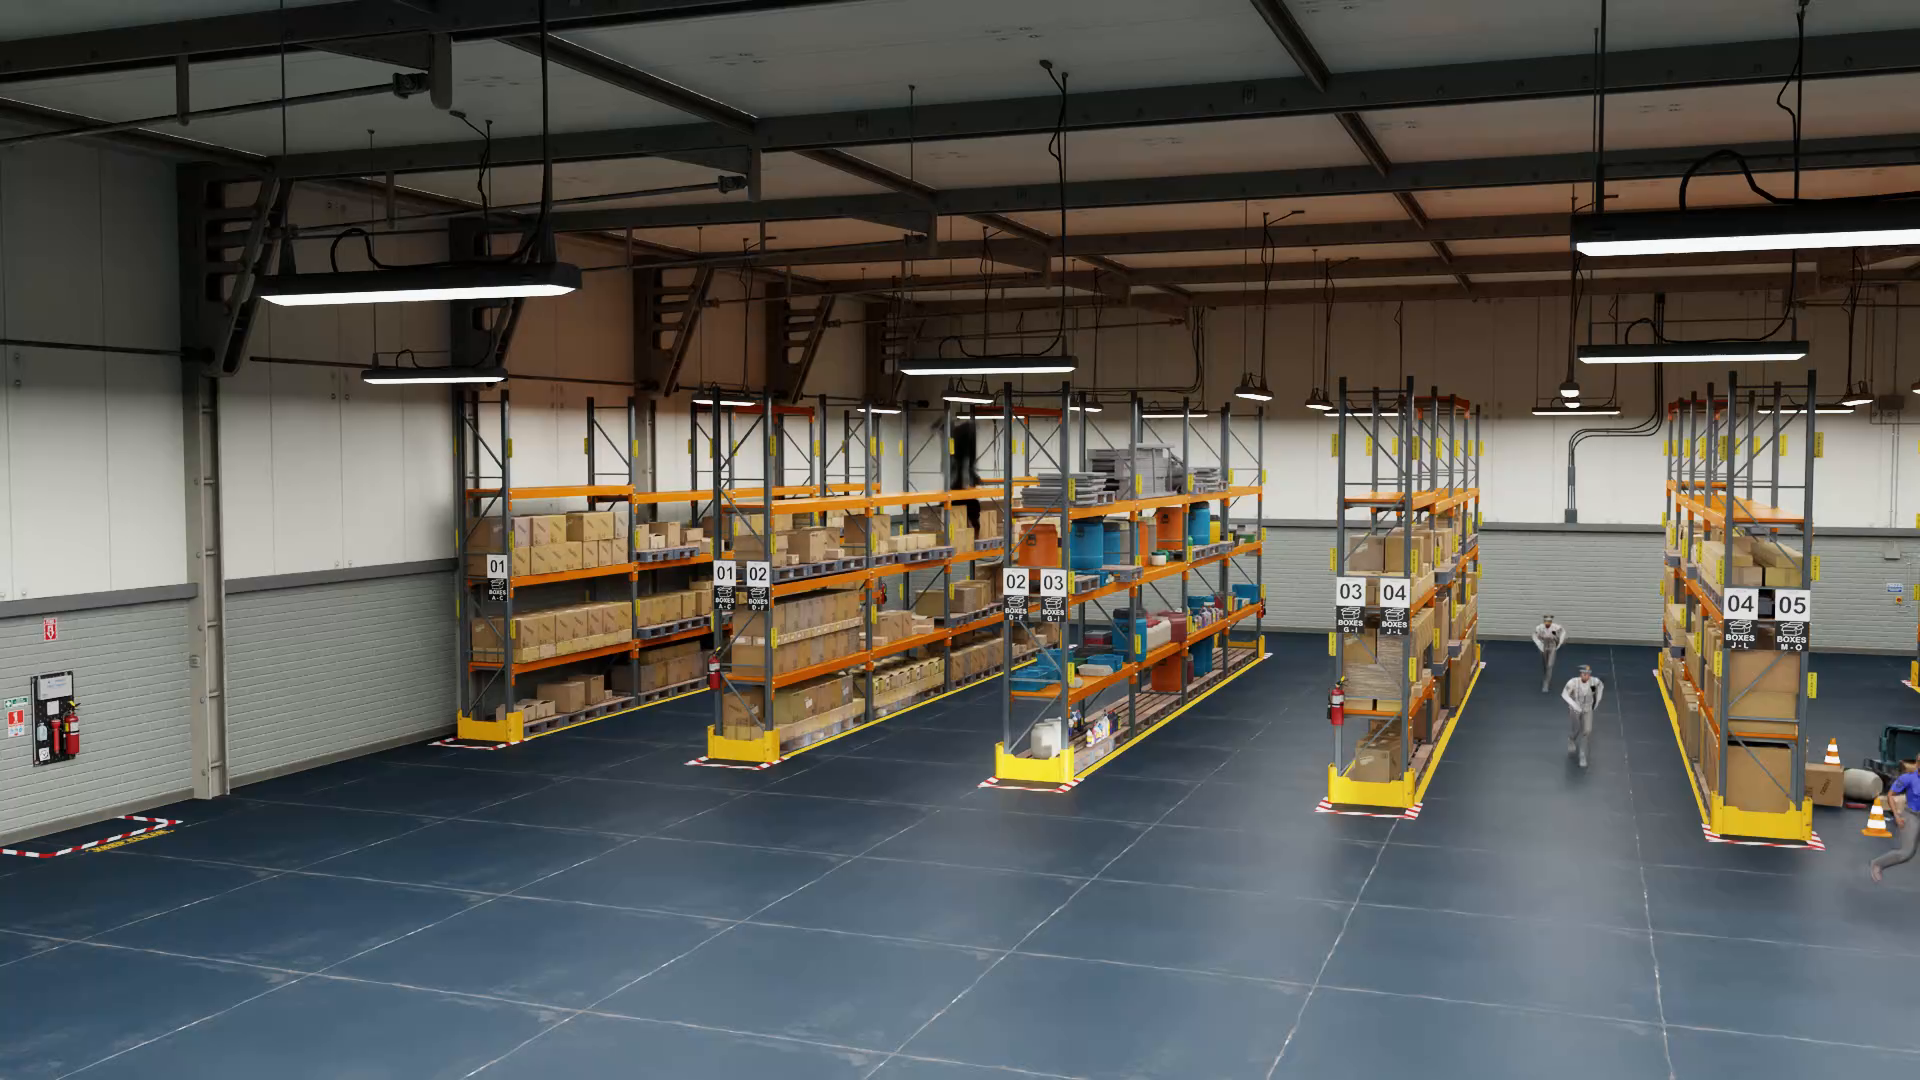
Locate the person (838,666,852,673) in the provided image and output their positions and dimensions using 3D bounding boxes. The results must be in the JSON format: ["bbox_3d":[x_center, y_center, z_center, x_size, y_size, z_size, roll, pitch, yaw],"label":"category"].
[{"bbox_3d":[-2.434,2.281,34.719,0.599,1.628,0.532,2,4,28],"label":"person"}]

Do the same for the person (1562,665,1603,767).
[{"bbox_3d":[9.921,2.762,26.595,0.655,1.628,0.979,0,3,5],"label":"person"}]

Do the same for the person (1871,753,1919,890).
[{"bbox_3d":[10.742,3.194,18.735,0.767,1.644,0.583,-1,3,-11],"label":"person"}]

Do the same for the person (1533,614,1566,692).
[{"bbox_3d":[12.238,2.323,34.573,0.648,1.629,0.964,1,3,18],"label":"person"}]

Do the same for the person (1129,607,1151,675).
[{"bbox_3d":[3.989,2.196,36.373,0.682,1.689,0.832,3,4,44],"label":"person"}]
